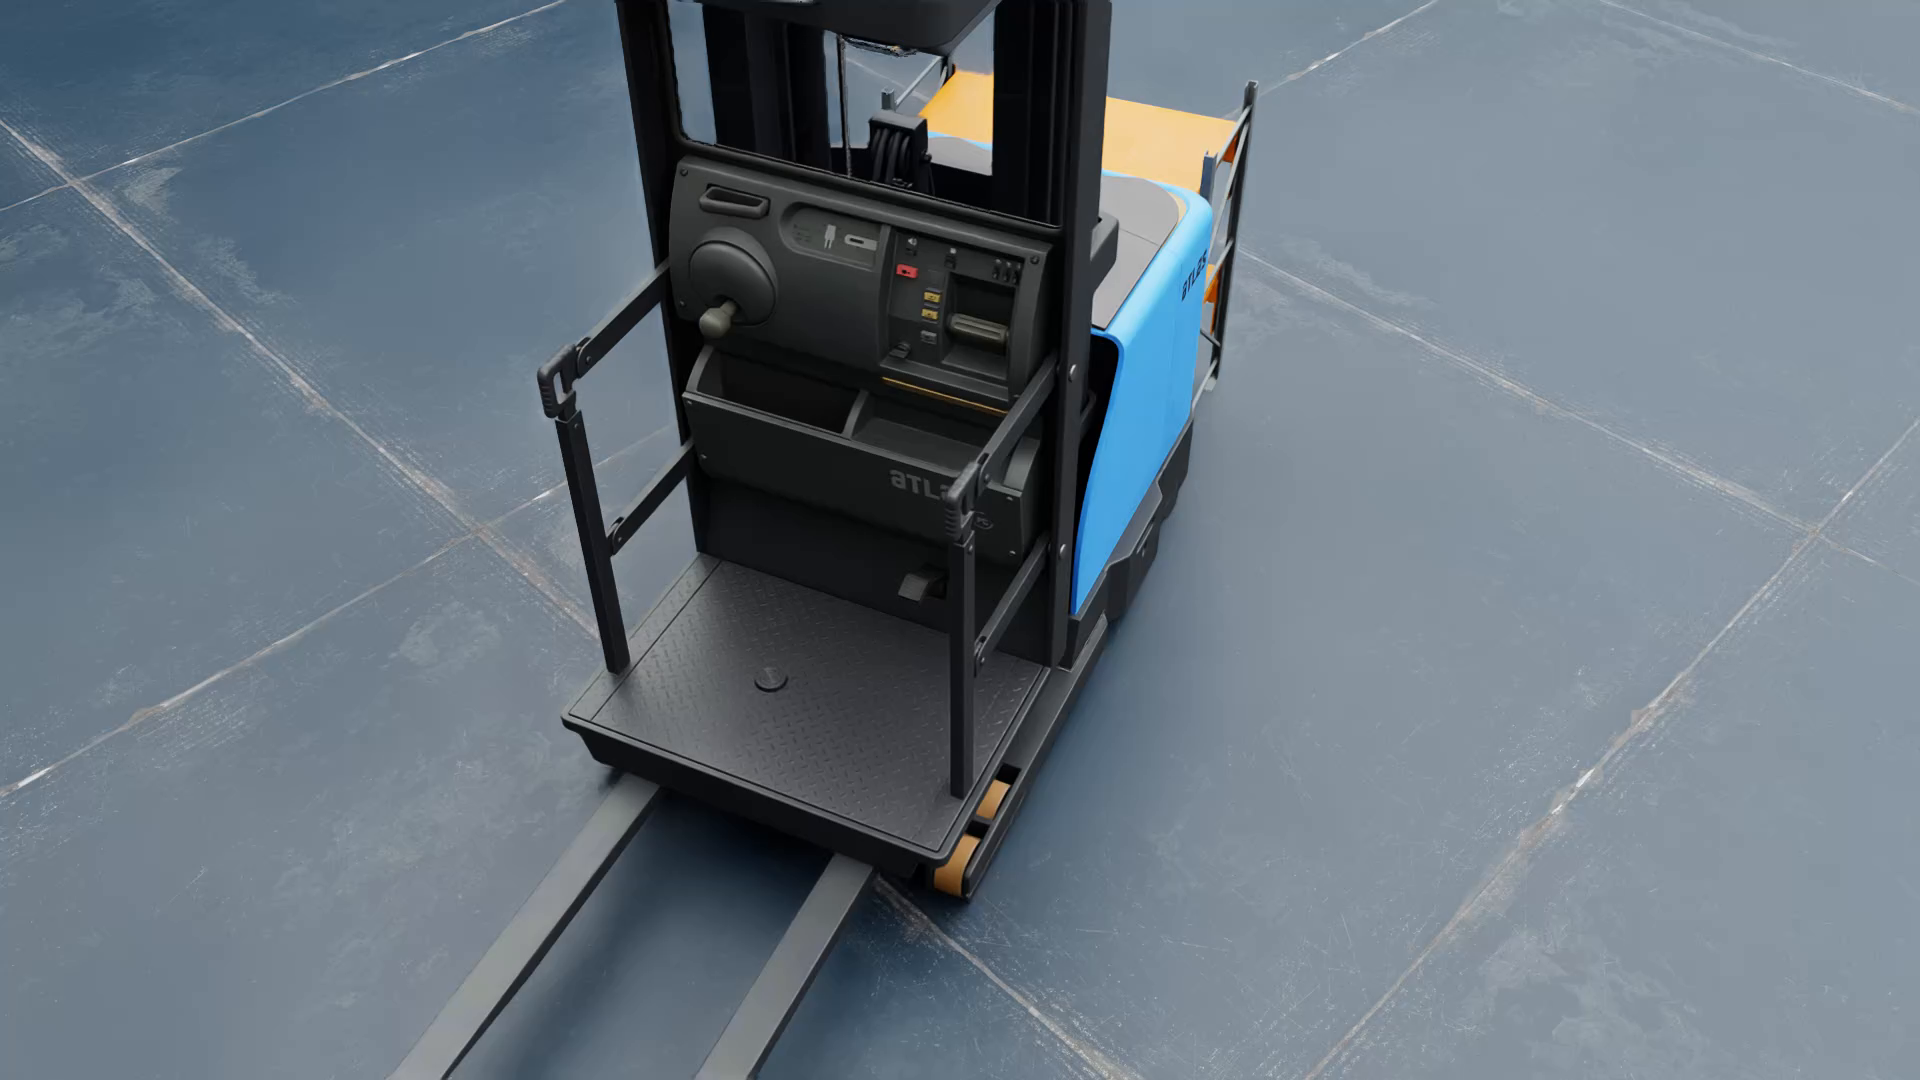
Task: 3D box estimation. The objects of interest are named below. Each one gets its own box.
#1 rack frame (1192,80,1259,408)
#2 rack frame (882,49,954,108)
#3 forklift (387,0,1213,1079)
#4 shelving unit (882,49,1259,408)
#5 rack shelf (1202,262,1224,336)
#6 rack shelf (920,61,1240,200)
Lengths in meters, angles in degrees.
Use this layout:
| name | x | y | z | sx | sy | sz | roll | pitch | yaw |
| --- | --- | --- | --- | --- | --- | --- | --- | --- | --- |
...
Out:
| name | x | y | z | sx | sy | sz | roll | pitch | yaw |
| --- | --- | --- | --- | --- | --- | --- | --- | --- | --- |
| rack frame | 0.811 | -0.847 | 5.338 | 0.032 | 1.125 | 0.500 | 16 | 45 | 16 |
| rack frame | -0.128 | -1.111 | 5.623 | 0.032 | 1.125 | 0.500 | 16 | 45 | 16 |
| forklift | -0.336 | -0.505 | 3.637 | 1.130 | 2.935 | 3.031 | 17 | 45 | 18 |
| shelving unit | 0.341 | -0.979 | 5.481 | 1.048 | 1.125 | 0.538 | 16 | 45 | 16 |
| rack shelf | 0.341 | -0.799 | 5.646 | 1.000 | 0.278 | 0.538 | 16 | 45 | 16 |
| rack shelf | 0.341 | -1.194 | 5.282 | 1.000 | 0.278 | 0.538 | 16 | 45 | 16 |
